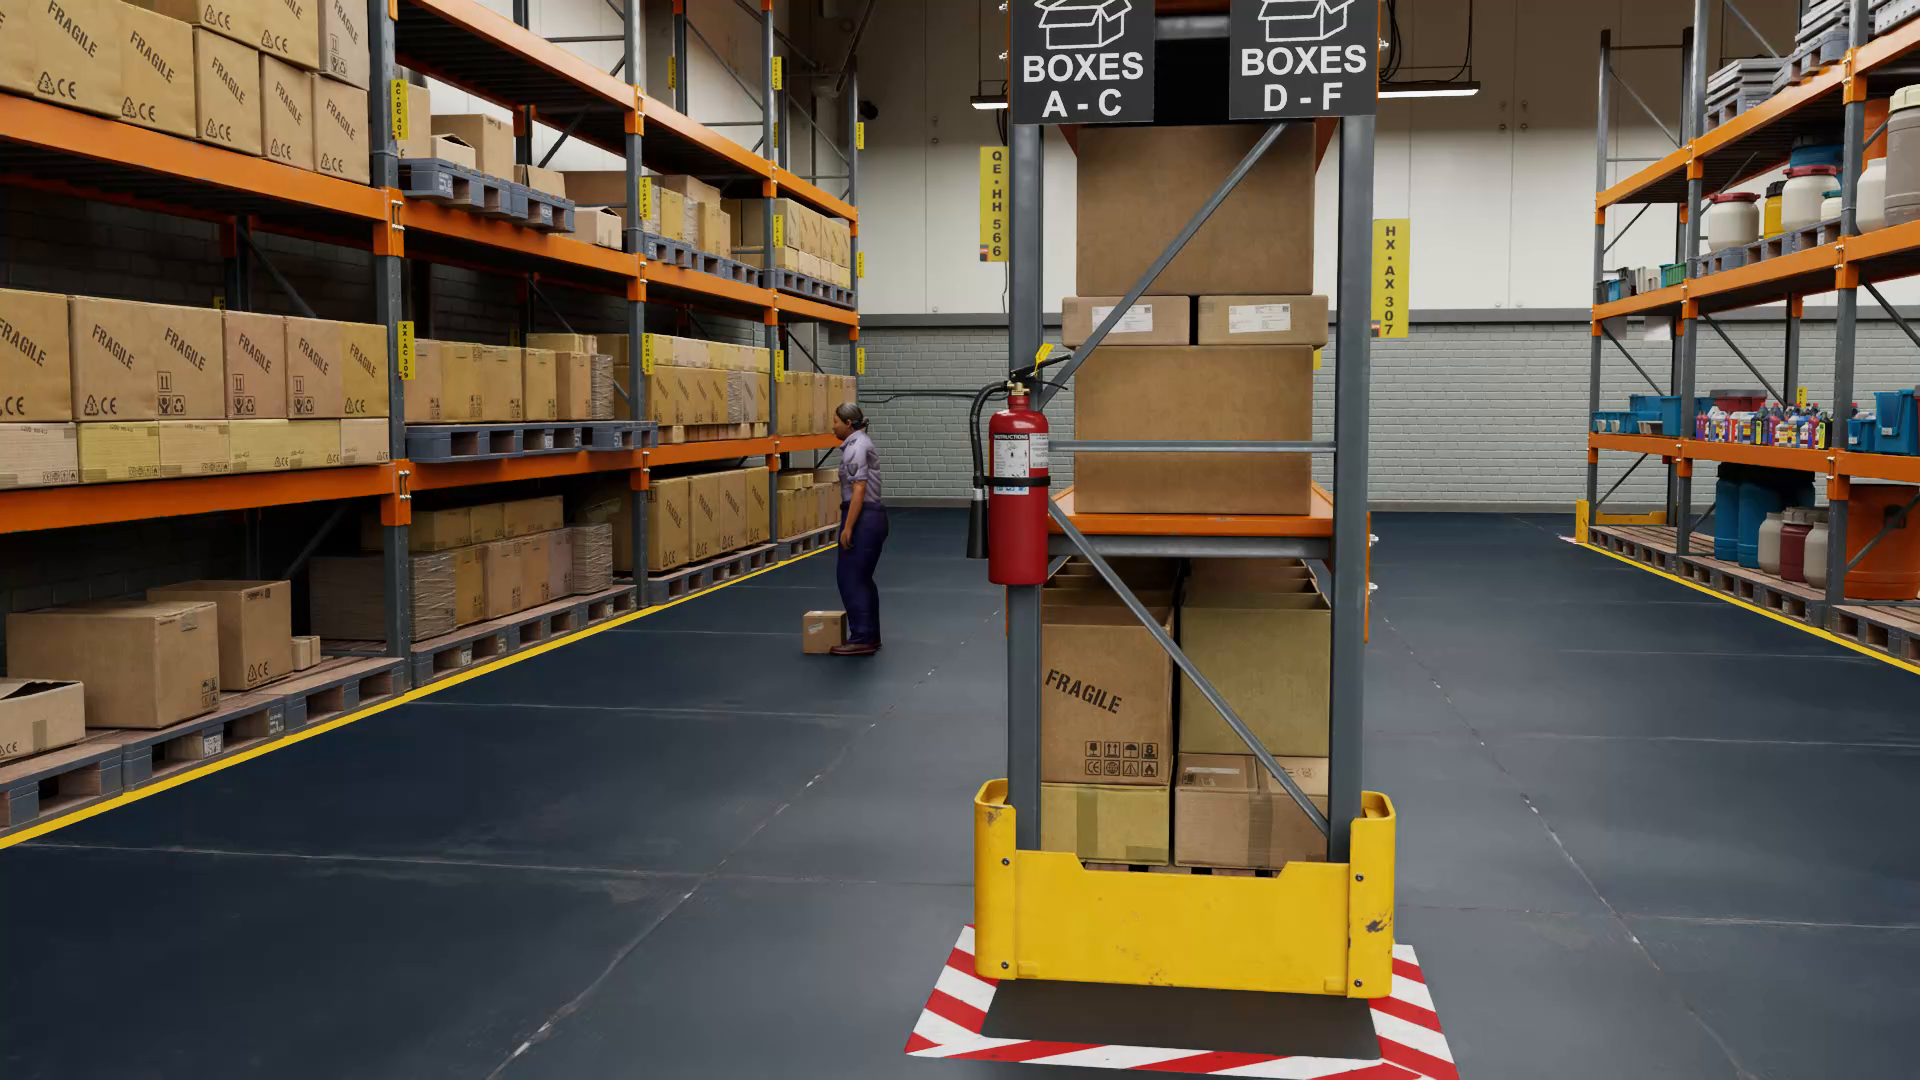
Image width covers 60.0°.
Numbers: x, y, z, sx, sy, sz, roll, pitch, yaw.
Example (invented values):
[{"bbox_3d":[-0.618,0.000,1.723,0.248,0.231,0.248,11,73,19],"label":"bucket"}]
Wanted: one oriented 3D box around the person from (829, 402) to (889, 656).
[{"bbox_3d":[-0.662,-0.082,10.970,0.362,1.653,0.562,0,5,6],"label":"person"}]
